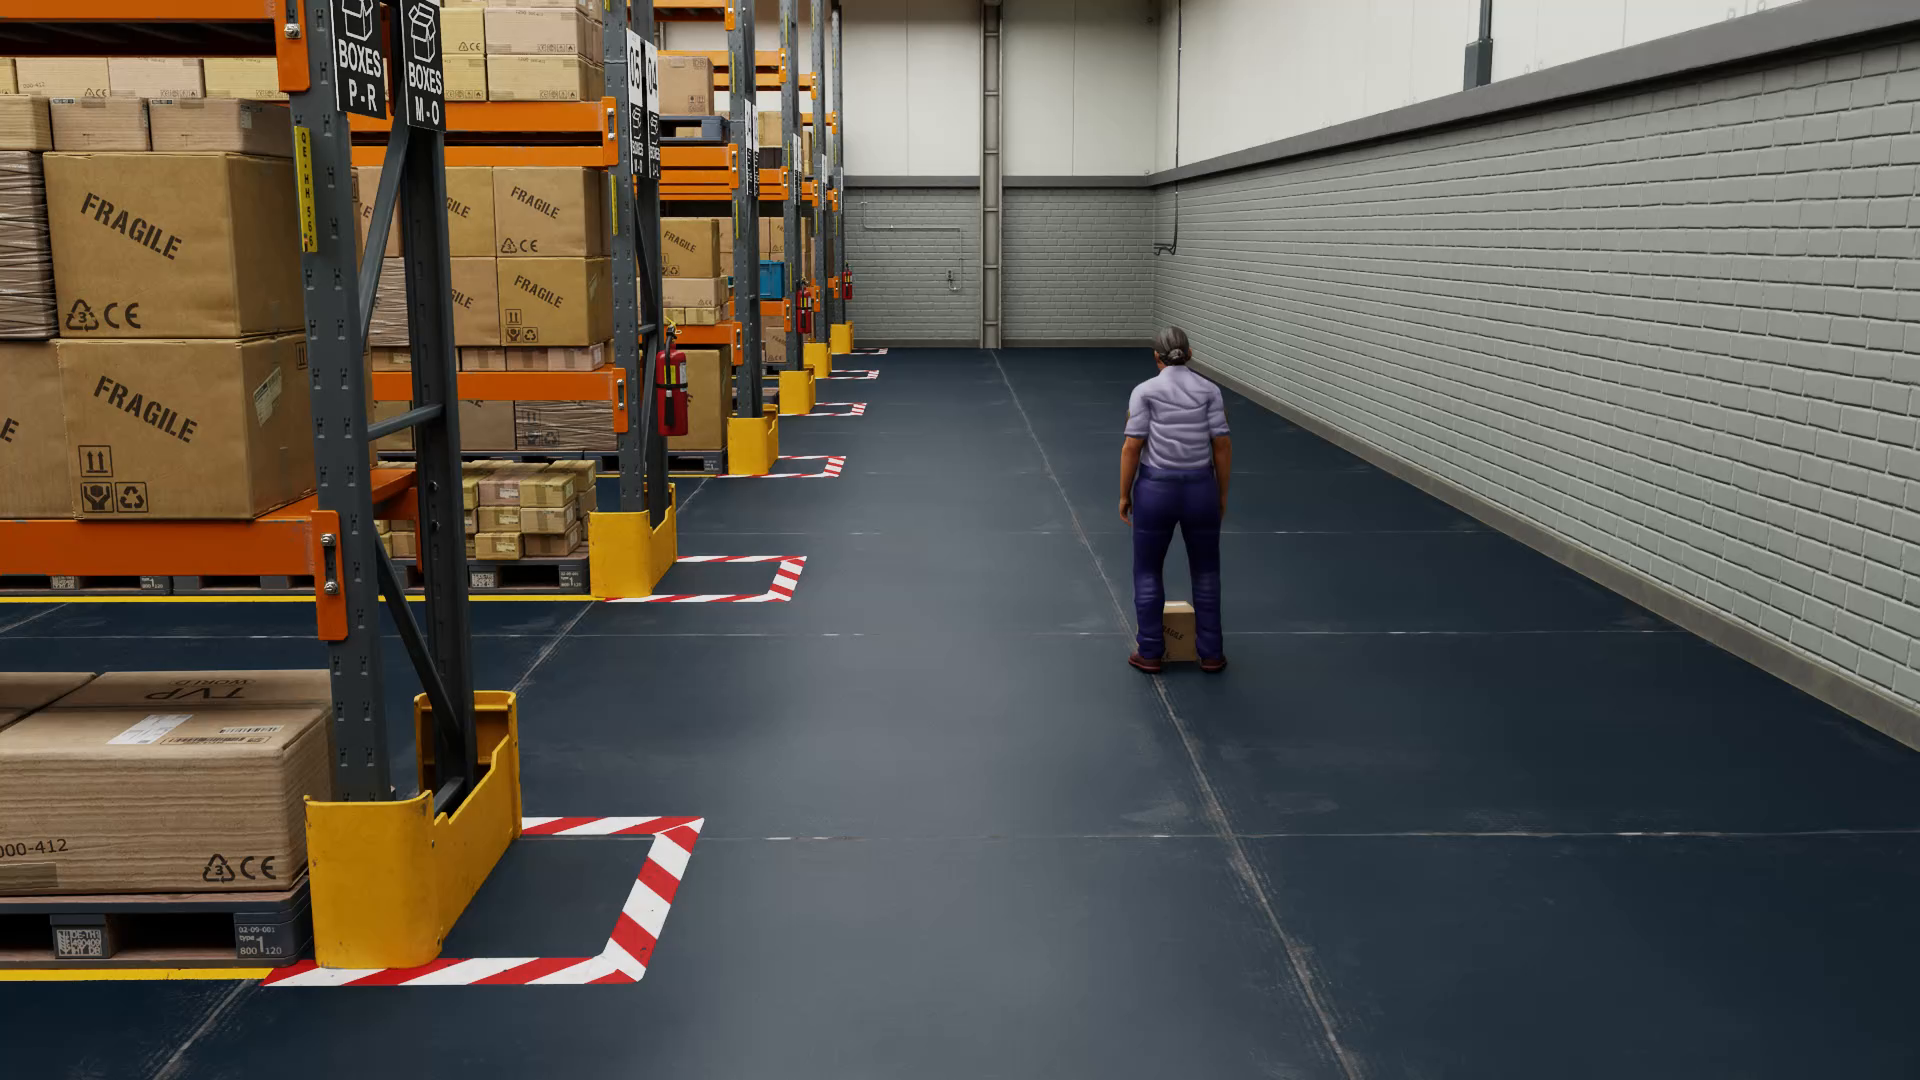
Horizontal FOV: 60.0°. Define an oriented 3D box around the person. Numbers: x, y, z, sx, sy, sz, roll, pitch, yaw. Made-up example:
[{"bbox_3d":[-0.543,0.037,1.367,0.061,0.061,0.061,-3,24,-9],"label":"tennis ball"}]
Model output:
[{"bbox_3d":[1.041,-0.188,7.955,0.560,1.653,0.366,-1,10,-3],"label":"person"}]
